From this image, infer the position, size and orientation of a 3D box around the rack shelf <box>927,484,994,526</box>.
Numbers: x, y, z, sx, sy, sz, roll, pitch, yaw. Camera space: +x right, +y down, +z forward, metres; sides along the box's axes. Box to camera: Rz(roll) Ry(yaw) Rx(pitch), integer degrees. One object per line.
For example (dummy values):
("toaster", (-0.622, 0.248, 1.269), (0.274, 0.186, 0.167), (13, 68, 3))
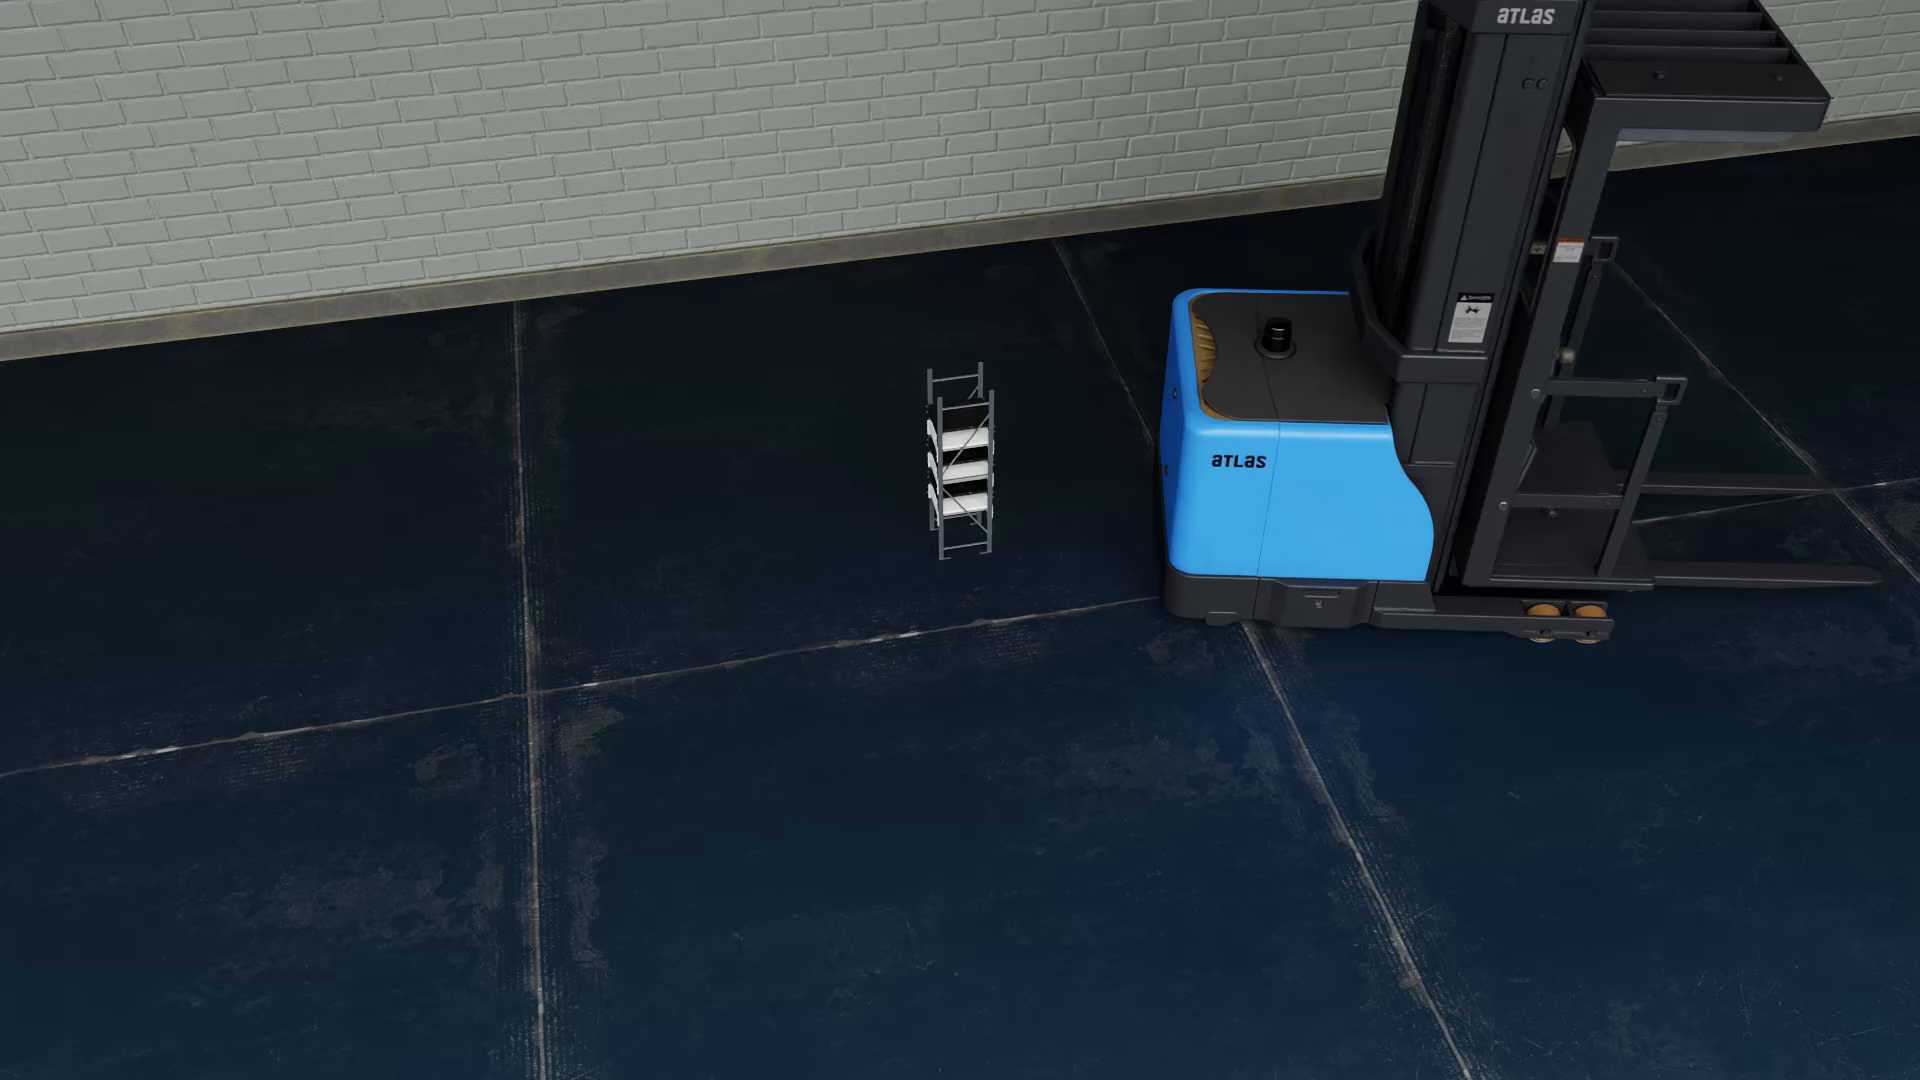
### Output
("rack shelf", (0.002, -0.172, 7.369), (0.258, 0.077, 0.200), (-8, 42, -9))

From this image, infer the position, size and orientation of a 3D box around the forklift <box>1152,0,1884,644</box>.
("forklift", (2.394, -1.020, 6.474), (3.031, 2.935, 1.130), (2, 42, 2))

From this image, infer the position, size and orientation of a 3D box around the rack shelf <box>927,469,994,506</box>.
("rack shelf", (0.002, -0.239, 7.309), (0.258, 0.077, 0.200), (-8, 42, -9))

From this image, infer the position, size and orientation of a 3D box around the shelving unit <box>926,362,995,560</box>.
("shelving unit", (0.002, -0.331, 7.227), (0.258, 0.900, 0.210), (-8, 42, -9))

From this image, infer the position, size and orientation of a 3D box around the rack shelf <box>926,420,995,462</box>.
("rack shelf", (0.002, -0.441, 7.130), (0.258, 0.077, 0.200), (-8, 42, -9))

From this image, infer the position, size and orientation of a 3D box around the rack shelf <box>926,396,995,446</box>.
("rack shelf", (0.002, -0.508, 7.070), (0.258, 0.077, 0.200), (-8, 42, -9))

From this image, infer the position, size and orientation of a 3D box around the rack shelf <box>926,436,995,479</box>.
("rack shelf", (0.002, -0.374, 7.189), (0.258, 0.077, 0.200), (-8, 42, -9))

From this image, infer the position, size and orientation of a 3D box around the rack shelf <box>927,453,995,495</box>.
("rack shelf", (0.002, -0.306, 7.249), (0.258, 0.077, 0.200), (-8, 42, -9))

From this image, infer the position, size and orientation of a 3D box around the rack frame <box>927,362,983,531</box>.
("rack frame", (-0.020, -0.397, 7.301), (0.240, 0.900, 0.006), (-8, 42, -9))

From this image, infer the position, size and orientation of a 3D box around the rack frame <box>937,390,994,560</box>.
("rack frame", (0.024, -0.265, 7.153), (0.240, 0.900, 0.006), (-8, 42, -9))
